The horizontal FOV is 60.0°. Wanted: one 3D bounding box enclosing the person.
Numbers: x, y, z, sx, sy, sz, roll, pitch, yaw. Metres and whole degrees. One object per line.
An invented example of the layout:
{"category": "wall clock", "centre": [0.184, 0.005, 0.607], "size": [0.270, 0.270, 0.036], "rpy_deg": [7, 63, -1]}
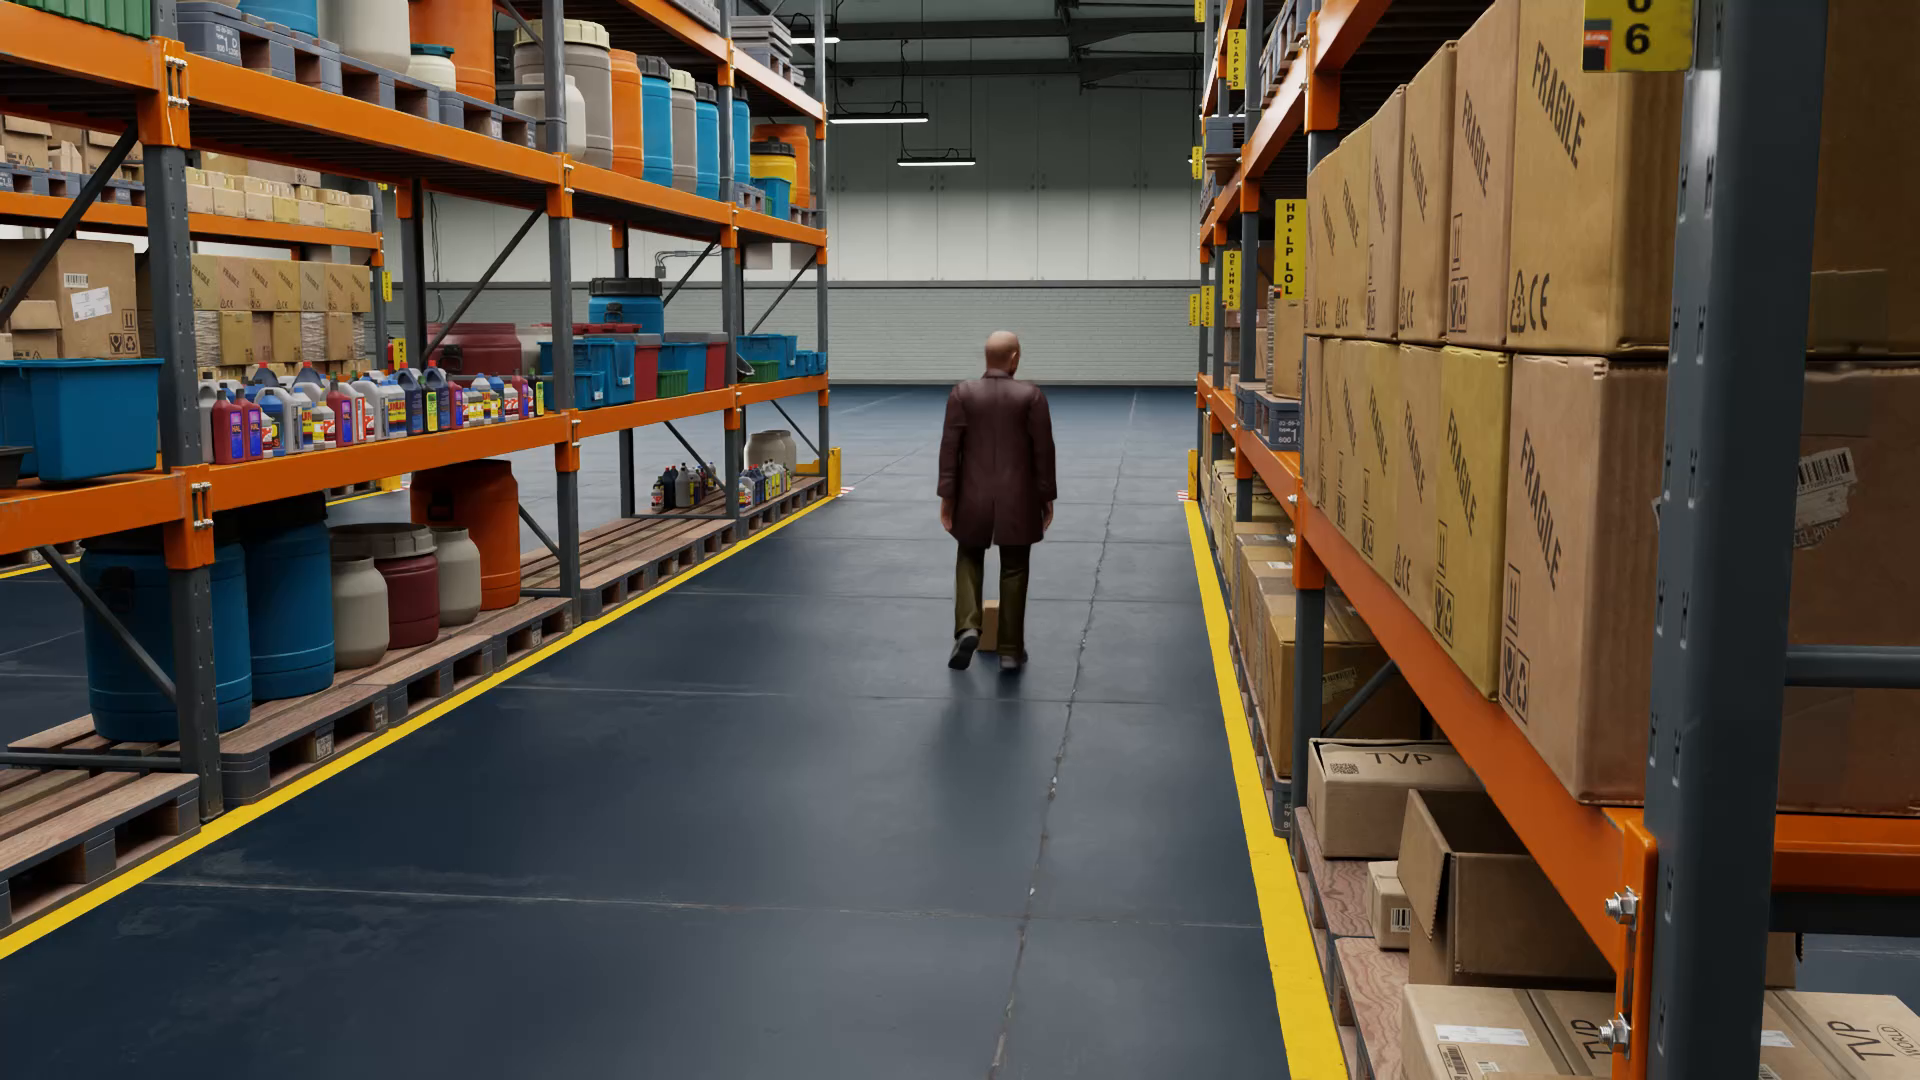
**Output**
{"category": "person", "centre": [0.202, -0.194, 8.784], "size": [0.623, 1.817, 0.450], "rpy_deg": [1, 8, 10]}
